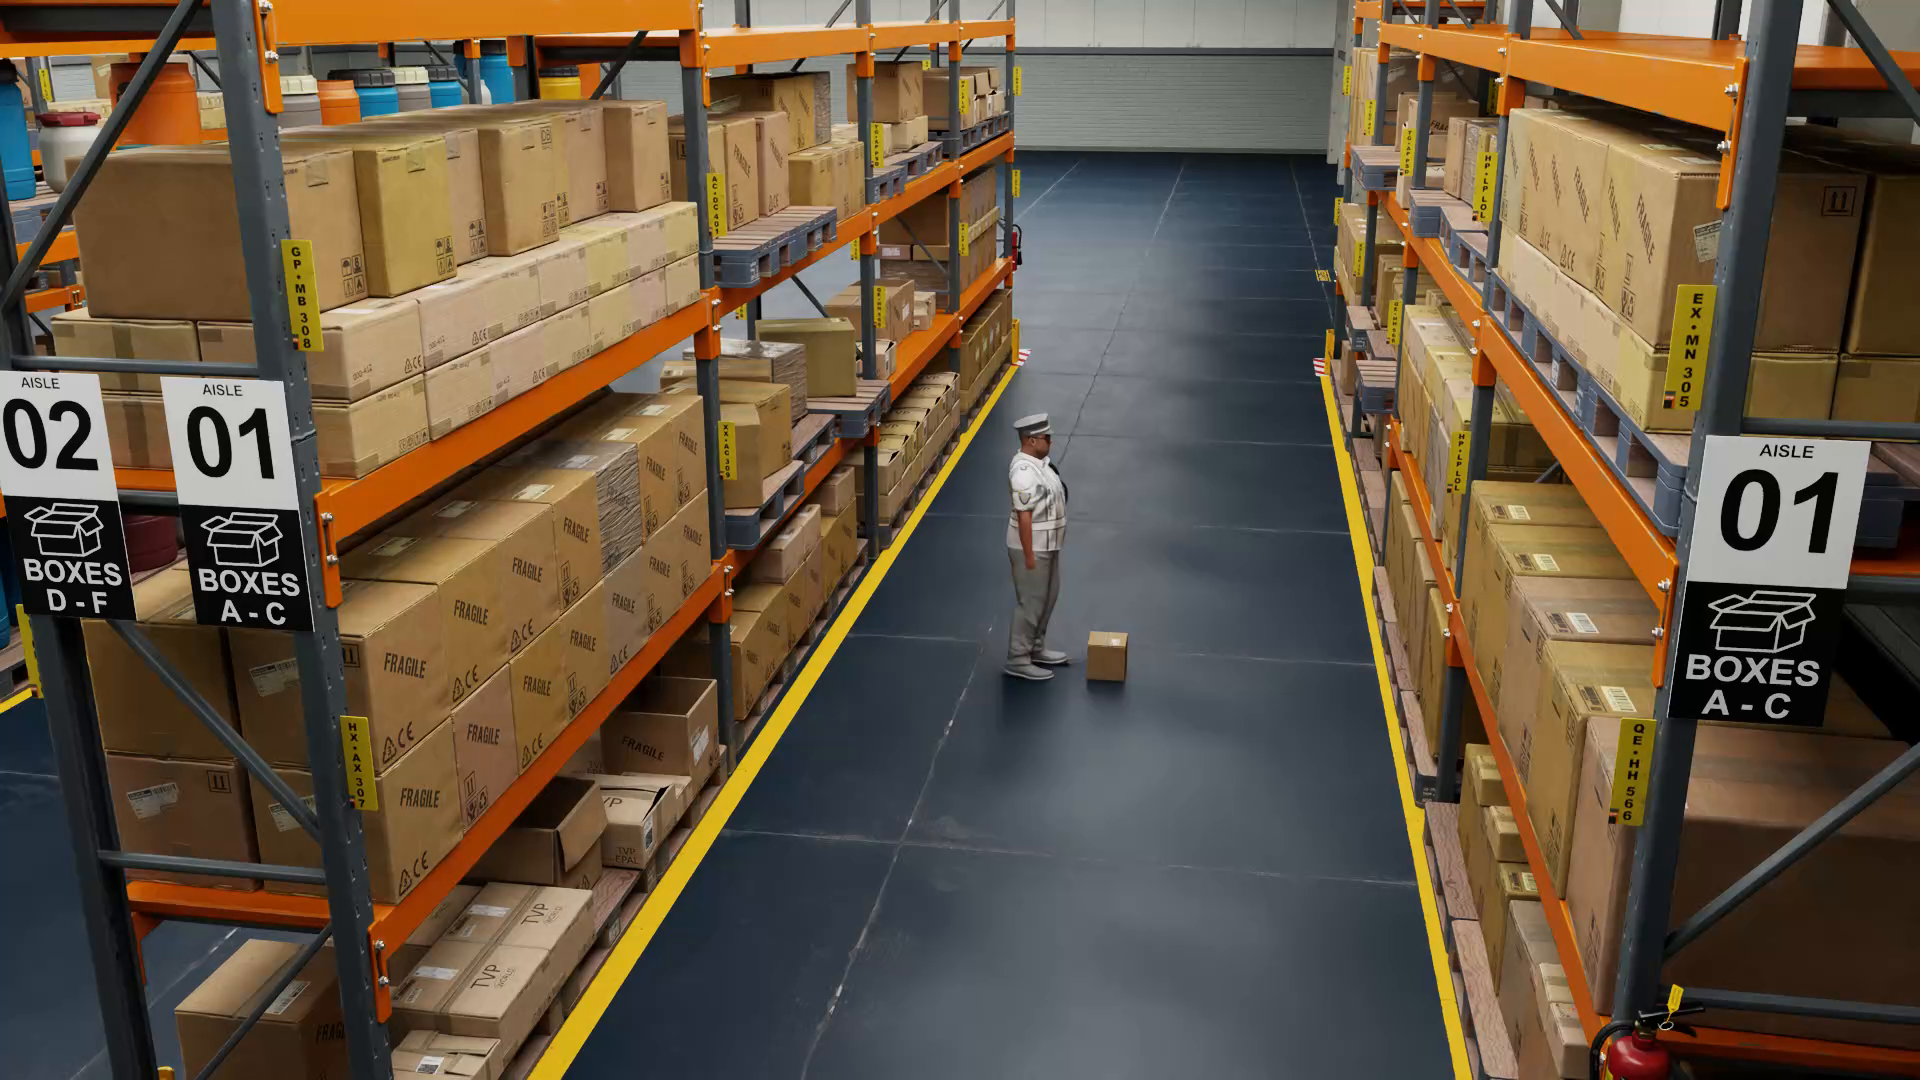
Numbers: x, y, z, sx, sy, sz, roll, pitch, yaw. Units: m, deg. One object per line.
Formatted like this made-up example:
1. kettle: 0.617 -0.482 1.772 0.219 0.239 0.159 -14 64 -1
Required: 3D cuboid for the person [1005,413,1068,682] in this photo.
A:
1. person: 0.510 0.029 10.945 0.404 1.764 0.527 3 18 10
